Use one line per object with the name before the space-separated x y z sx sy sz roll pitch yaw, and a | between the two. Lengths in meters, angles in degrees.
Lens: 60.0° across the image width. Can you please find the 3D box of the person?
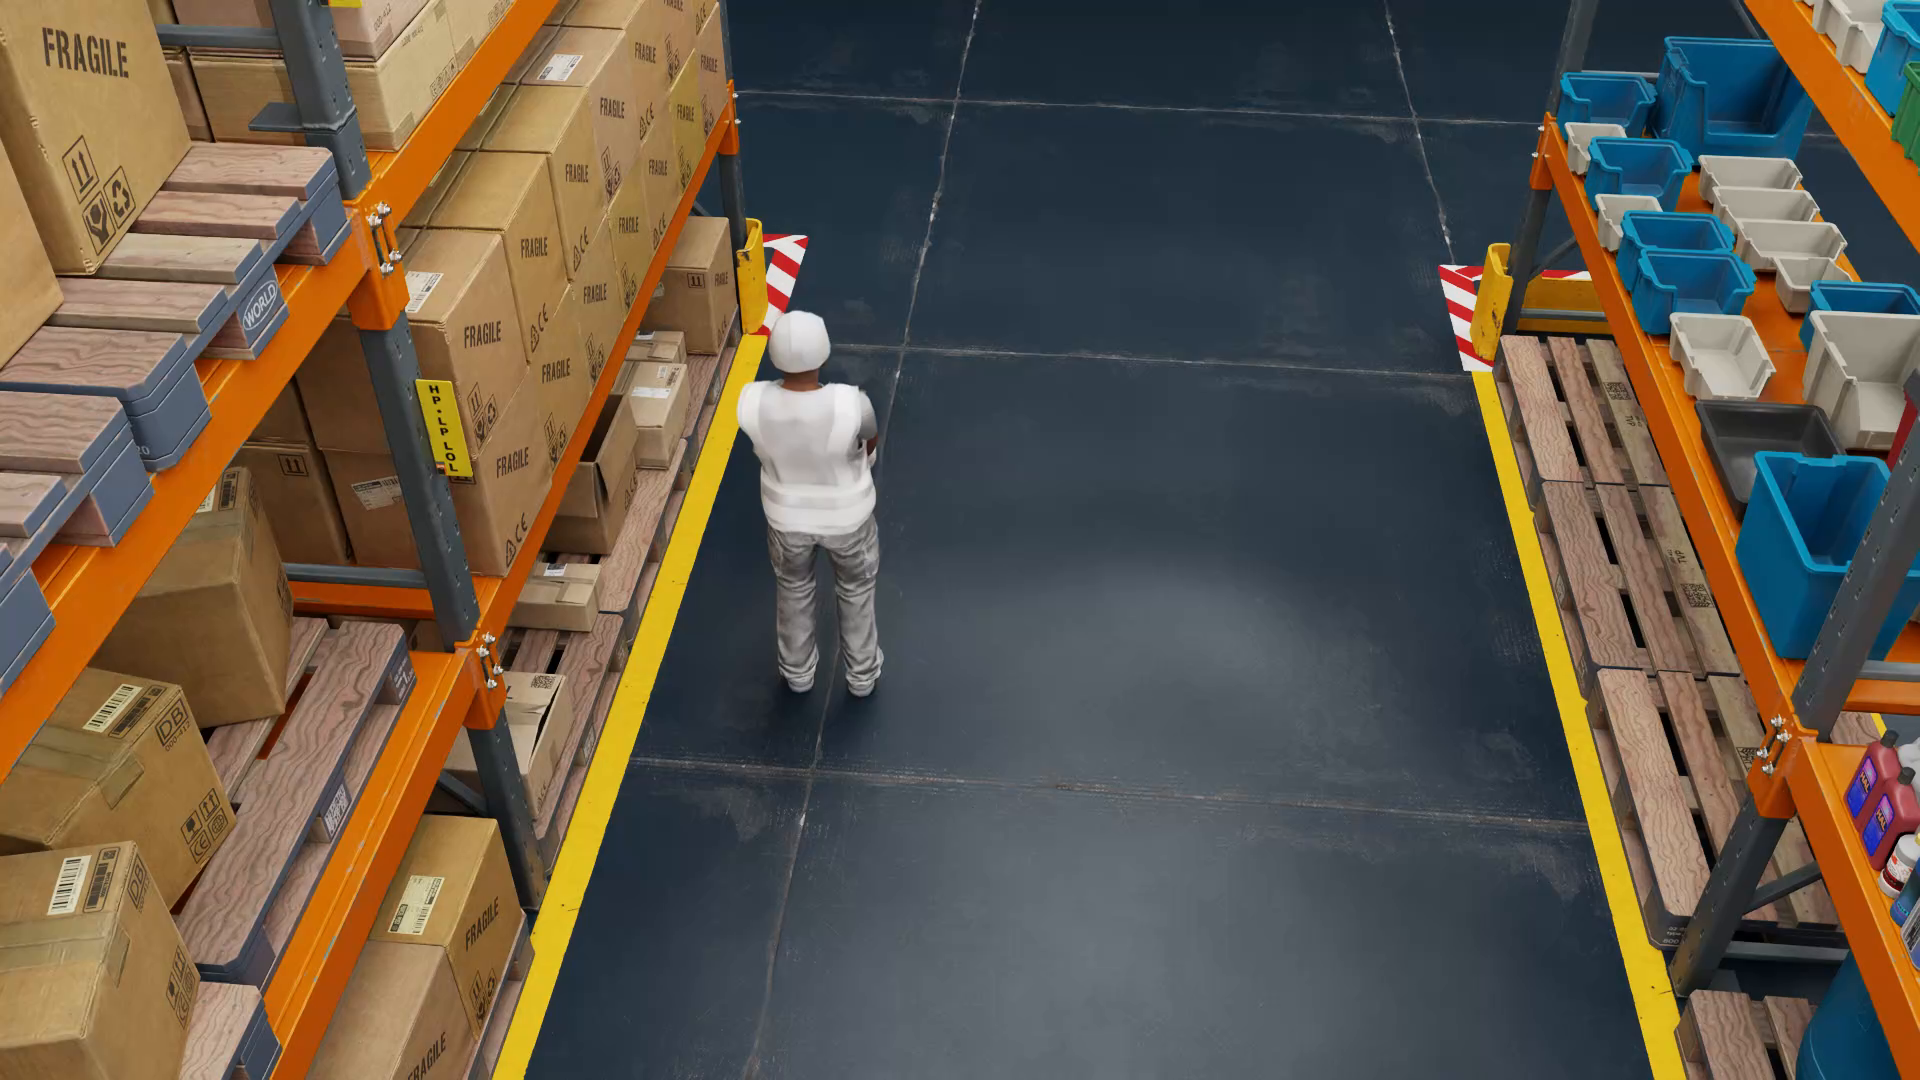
person | -0.535 -0.181 6.362 0.488 1.778 0.573 4 40 5
